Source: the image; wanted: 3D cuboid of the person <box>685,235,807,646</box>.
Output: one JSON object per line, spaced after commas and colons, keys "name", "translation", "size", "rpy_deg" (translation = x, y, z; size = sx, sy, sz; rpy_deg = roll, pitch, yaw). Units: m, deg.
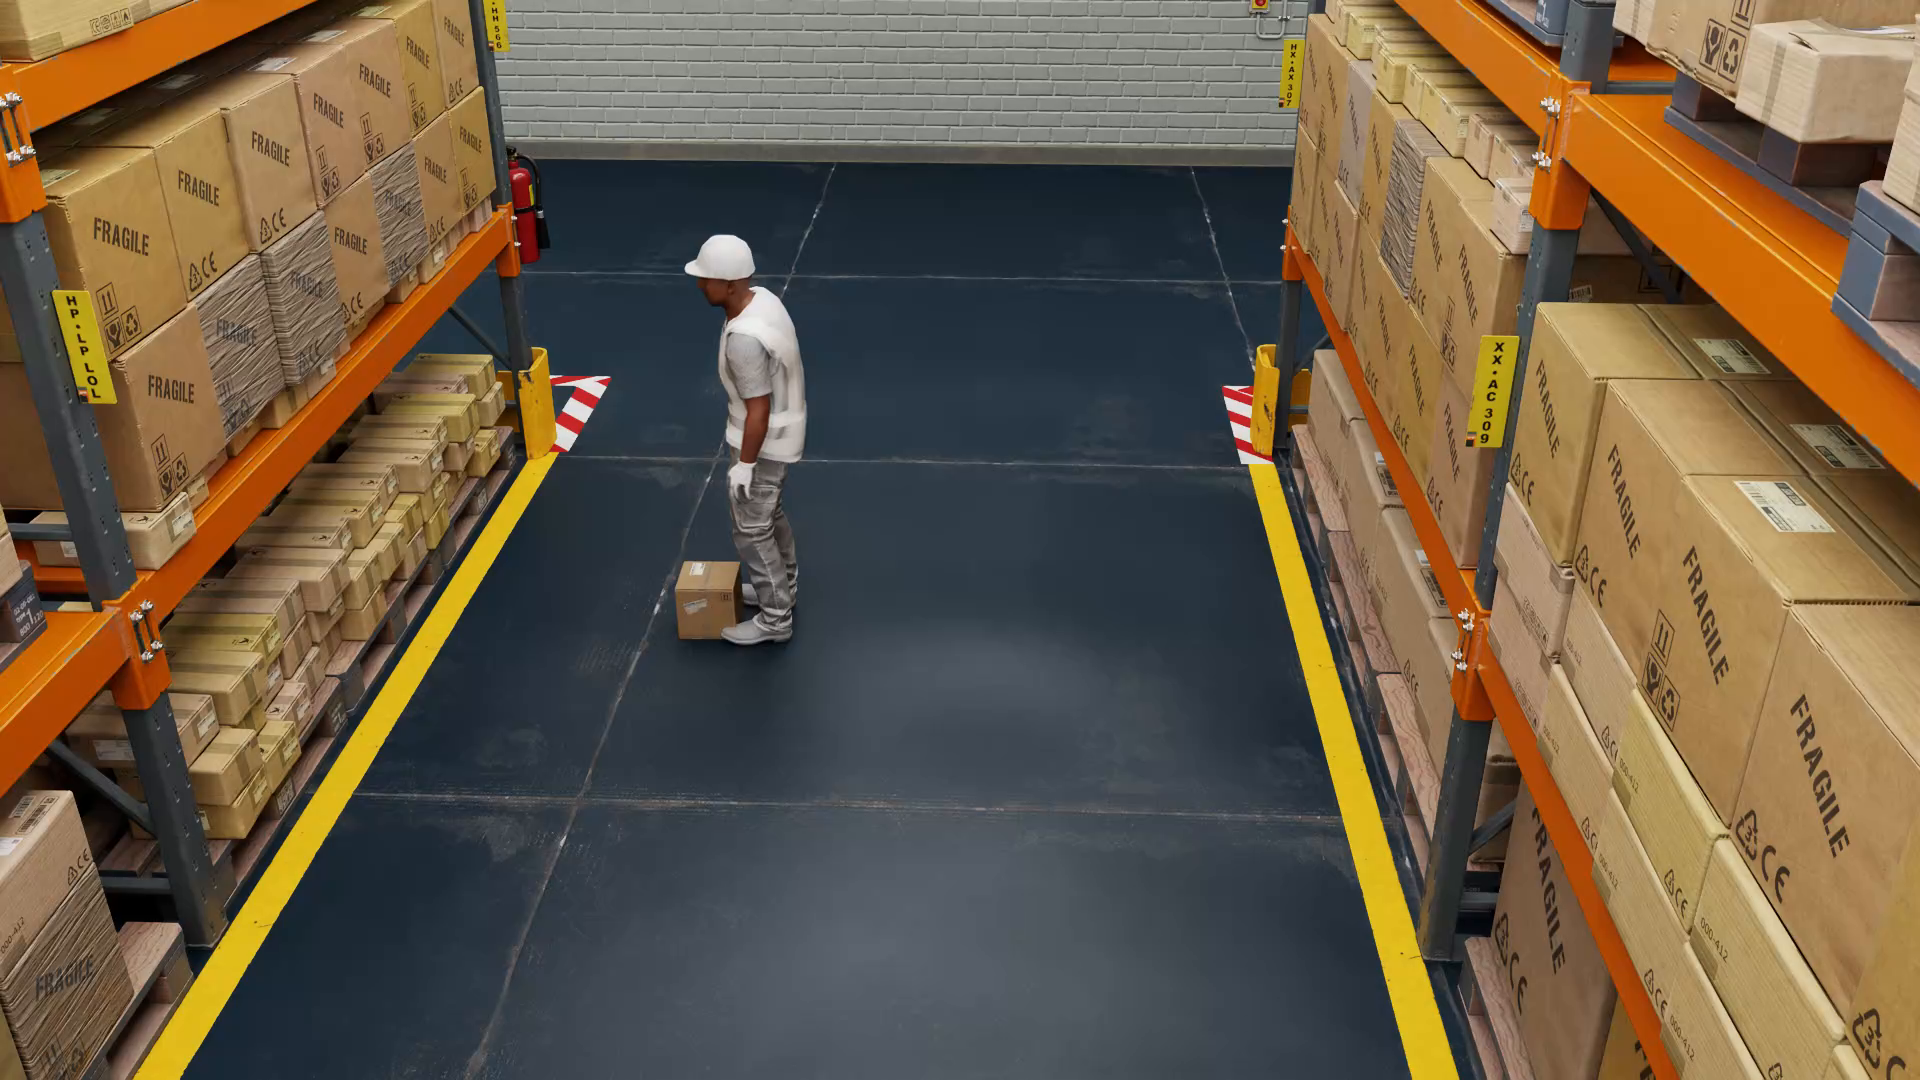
{"name": "person", "translation": [-0.855, -0.407, 6.882], "size": [0.444, 1.774, 0.629], "rpy_deg": [0, 28, -1]}
